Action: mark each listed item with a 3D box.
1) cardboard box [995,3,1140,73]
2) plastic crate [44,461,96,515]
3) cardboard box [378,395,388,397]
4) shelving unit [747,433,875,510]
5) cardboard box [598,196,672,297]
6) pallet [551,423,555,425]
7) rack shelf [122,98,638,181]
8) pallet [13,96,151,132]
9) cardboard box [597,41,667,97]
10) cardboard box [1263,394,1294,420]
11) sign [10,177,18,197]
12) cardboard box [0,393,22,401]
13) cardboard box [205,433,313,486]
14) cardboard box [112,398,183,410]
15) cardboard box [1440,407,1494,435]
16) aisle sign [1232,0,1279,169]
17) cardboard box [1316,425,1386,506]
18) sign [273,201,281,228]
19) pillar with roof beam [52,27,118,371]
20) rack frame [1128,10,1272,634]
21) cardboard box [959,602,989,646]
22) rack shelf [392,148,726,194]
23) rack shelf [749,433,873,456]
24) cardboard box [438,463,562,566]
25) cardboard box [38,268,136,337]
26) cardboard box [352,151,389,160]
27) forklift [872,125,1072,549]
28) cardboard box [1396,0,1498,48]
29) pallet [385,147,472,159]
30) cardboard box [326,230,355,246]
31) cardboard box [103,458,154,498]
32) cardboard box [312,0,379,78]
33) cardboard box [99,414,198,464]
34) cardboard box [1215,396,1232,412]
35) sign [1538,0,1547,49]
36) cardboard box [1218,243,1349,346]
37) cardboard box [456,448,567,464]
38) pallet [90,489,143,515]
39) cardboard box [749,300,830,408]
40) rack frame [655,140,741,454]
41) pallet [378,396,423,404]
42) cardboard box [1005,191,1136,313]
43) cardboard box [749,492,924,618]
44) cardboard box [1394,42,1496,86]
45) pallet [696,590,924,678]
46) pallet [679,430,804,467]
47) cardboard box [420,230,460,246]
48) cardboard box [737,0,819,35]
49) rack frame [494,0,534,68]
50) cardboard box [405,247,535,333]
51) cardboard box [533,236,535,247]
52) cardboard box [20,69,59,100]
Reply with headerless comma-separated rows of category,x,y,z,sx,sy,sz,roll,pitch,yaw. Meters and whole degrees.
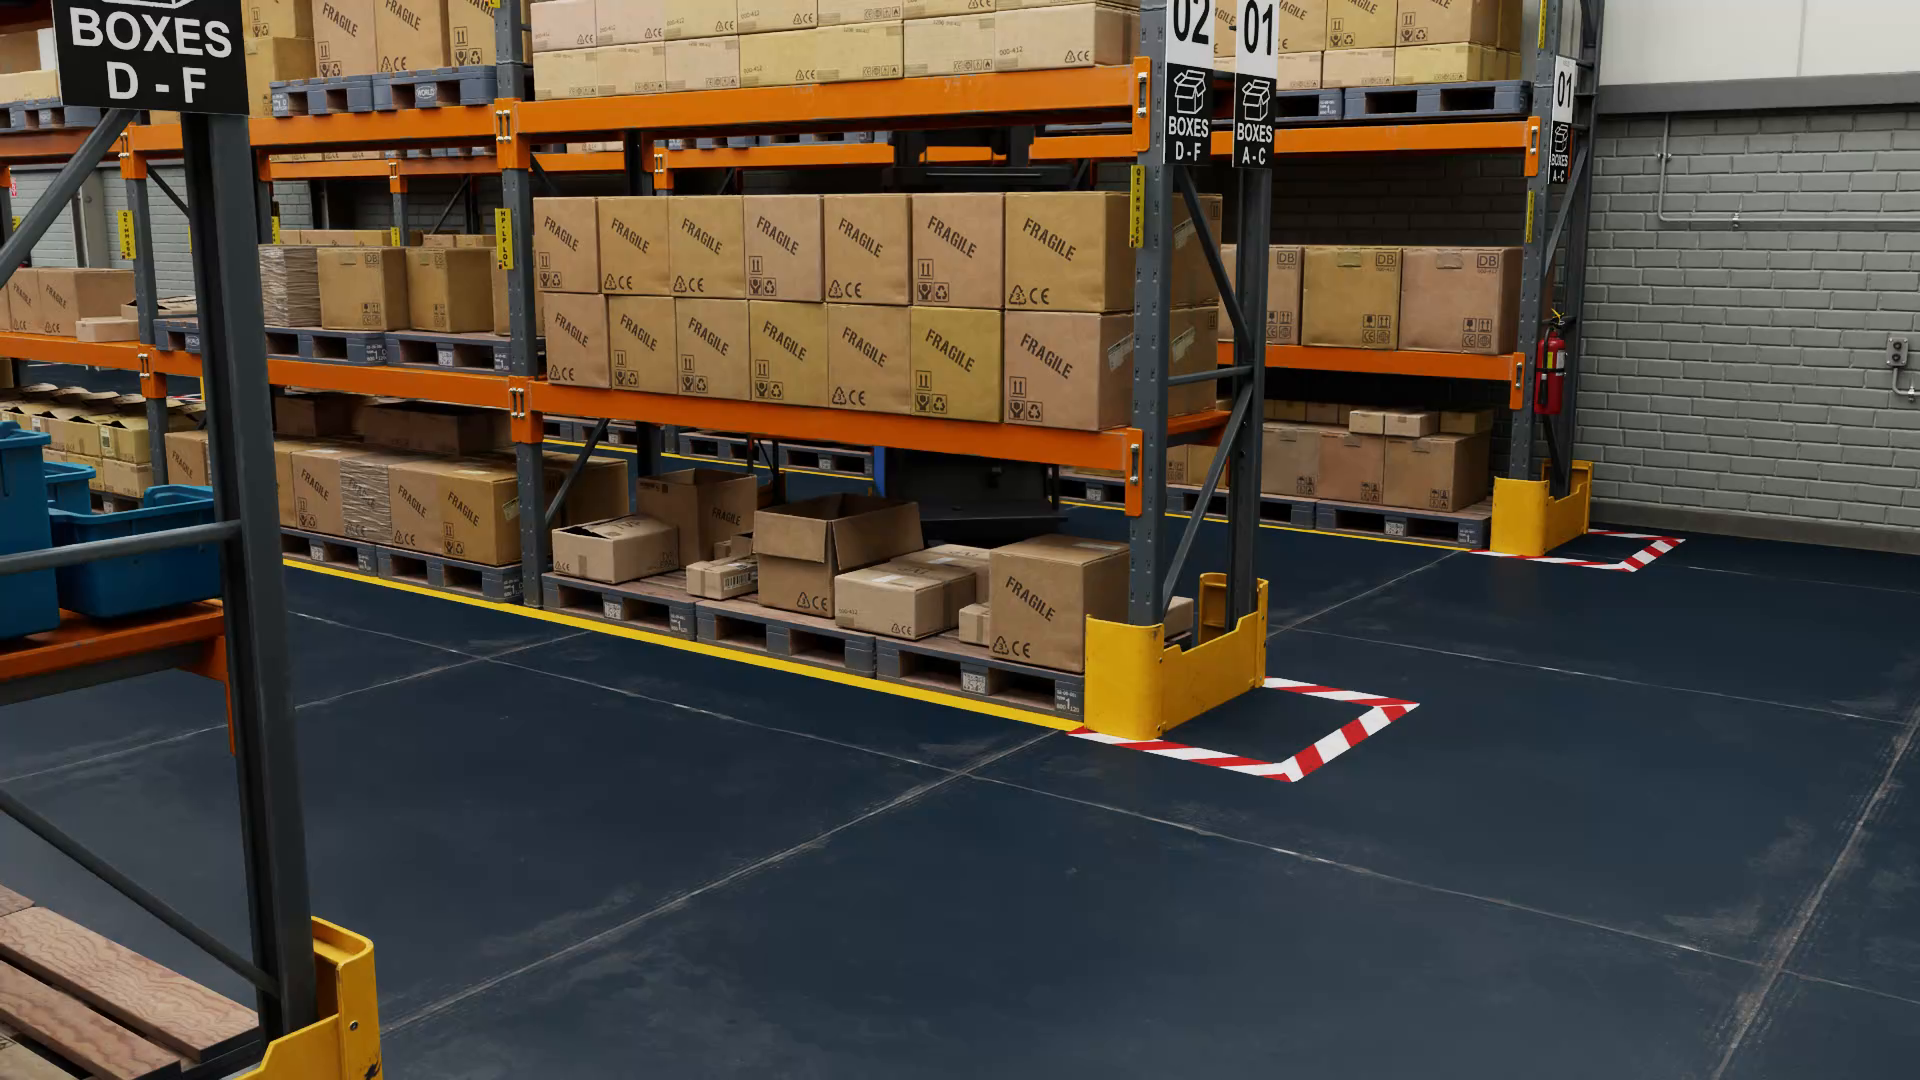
cardboard box,0.493,-2.126,7.120,0.500,0.250,0.500,8,13,36
plastic crate,-2.407,-0.051,4.180,0.300,0.233,0.416,8,13,36
cardboard box,-6.540,-1.917,18.964,0.500,0.500,0.500,7,13,31
shelving unit,-1.023,-0.962,12.556,1.083,1.500,0.587,4,12,18
cardboard box,-1.532,-1.545,8.725,0.500,0.500,0.500,7,13,34
pallet,-5.052,-1.361,18.010,1.213,0.211,1.003,8,13,36
rack shelf,-3.773,-2.504,10.571,4.000,0.370,1.077,8,13,36
pallet,-5.985,-3.052,12.007,1.003,0.211,1.213,9,14,38
cardboard box,-1.515,-2.409,8.583,0.500,0.250,0.500,8,13,36
cardboard box,2.361,-1.017,12.655,0.250,0.149,0.380,8,13,35
sign,-14.580,-5.434,25.616,0.199,0.298,0.001,8,13,36
cardboard box,-8.023,-1.049,13.710,0.500,0.311,0.500,8,13,35
cardboard box,-4.762,-0.445,11.355,0.500,0.500,0.500,7,13,33
cardboard box,-6.471,-0.960,13.252,0.500,0.311,0.500,7,13,34
cardboard box,3.588,-0.846,11.772,0.250,0.149,0.380,8,14,36
aisle sign,1.292,-2.023,7.247,0.004,0.787,0.394,8,13,36
cardboard box,2.965,-0.567,12.039,0.500,0.500,0.700,8,13,35
sign,-8.559,-4.074,20.809,0.005,0.325,0.100,8,13,36
pillar with roof beam,-15.212,-6.282,20.309,0.400,9.000,9.100,8,13,36
rack frame,1.063,-0.710,7.301,0.127,3.000,1.000,8,13,36
cardboard box,0.206,0.383,7.956,0.250,0.166,0.380,8,13,36
rack shelf,-4.068,-3.712,16.818,4.000,0.370,1.077,8,13,36
rack shelf,-1.032,-0.786,12.593,1.000,0.185,0.538,4,12,18
cardboard box,-2.728,-0.160,9.881,0.500,0.500,0.500,8,13,35
cardboard box,-6.747,-1.844,12.903,0.500,0.500,0.500,7,13,33
cardboard box,-6.235,-4.368,18.000,0.500,0.500,0.500,8,14,37
forklift,0.080,-1.309,10.580,1.130,2.935,3.031,-2,11,-8
cardboard box,3.241,-3.532,11.041,0.500,0.500,0.500,8,13,35
pallet,-5.245,-4.112,17.487,1.003,0.211,1.213,8,13,36
cardboard box,-6.650,-3.183,18.453,0.500,0.500,0.500,8,13,35
cardboard box,-5.953,-0.487,12.284,0.500,0.250,0.500,8,14,37
cardboard box,-3.600,-3.154,10.406,0.600,0.600,0.600,7,13,33
cardboard box,-5.953,-0.762,12.228,0.500,0.311,0.500,8,14,37
cardboard box,1.899,-0.991,12.521,0.250,0.149,0.380,7,13,34
sign,3.660,-3.256,10.440,0.005,0.325,0.100,8,13,36
cardboard box,2.373,-1.839,12.347,0.700,0.700,0.980,7,13,33
cardboard box,-2.843,-0.298,10.596,0.500,0.500,0.500,8,14,36
pallet,-6.025,-0.339,12.724,1.213,0.211,1.003,8,13,36
cardboard box,-0.684,-0.939,8.222,0.500,0.500,0.500,8,13,35
rack frame,-2.456,-2.368,15.872,0.127,3.000,1.000,8,13,36
pallet,-6.242,-1.519,18.824,1.213,0.211,1.003,8,13,36
cardboard box,0.542,-1.258,7.238,0.500,0.500,0.500,8,13,35
cardboard box,-0.644,0.061,8.733,0.637,0.503,0.797,8,13,36
cardboard box,3.245,-3.165,11.119,0.500,0.250,0.500,8,14,37
pallet,-0.621,0.424,8.782,1.213,0.211,1.003,8,13,36
pallet,-1.865,-0.899,15.619,1.213,0.211,1.003,8,13,36
cardboard box,-5.935,-3.207,18.576,0.500,0.500,0.500,8,13,34
cardboard box,-0.713,-2.541,7.949,0.500,0.250,0.500,8,13,36
rack frame,-2.161,-4.105,9.056,0.127,3.000,1.000,8,13,36
cardboard box,-3.002,-1.570,10.378,0.700,0.500,0.500,-11,15,-44
cardboard box,-3.858,-2.821,16.793,0.500,0.500,0.700,8,13,36
cardboard box,-6.672,-3.379,12.490,0.500,0.250,0.500,8,13,34
